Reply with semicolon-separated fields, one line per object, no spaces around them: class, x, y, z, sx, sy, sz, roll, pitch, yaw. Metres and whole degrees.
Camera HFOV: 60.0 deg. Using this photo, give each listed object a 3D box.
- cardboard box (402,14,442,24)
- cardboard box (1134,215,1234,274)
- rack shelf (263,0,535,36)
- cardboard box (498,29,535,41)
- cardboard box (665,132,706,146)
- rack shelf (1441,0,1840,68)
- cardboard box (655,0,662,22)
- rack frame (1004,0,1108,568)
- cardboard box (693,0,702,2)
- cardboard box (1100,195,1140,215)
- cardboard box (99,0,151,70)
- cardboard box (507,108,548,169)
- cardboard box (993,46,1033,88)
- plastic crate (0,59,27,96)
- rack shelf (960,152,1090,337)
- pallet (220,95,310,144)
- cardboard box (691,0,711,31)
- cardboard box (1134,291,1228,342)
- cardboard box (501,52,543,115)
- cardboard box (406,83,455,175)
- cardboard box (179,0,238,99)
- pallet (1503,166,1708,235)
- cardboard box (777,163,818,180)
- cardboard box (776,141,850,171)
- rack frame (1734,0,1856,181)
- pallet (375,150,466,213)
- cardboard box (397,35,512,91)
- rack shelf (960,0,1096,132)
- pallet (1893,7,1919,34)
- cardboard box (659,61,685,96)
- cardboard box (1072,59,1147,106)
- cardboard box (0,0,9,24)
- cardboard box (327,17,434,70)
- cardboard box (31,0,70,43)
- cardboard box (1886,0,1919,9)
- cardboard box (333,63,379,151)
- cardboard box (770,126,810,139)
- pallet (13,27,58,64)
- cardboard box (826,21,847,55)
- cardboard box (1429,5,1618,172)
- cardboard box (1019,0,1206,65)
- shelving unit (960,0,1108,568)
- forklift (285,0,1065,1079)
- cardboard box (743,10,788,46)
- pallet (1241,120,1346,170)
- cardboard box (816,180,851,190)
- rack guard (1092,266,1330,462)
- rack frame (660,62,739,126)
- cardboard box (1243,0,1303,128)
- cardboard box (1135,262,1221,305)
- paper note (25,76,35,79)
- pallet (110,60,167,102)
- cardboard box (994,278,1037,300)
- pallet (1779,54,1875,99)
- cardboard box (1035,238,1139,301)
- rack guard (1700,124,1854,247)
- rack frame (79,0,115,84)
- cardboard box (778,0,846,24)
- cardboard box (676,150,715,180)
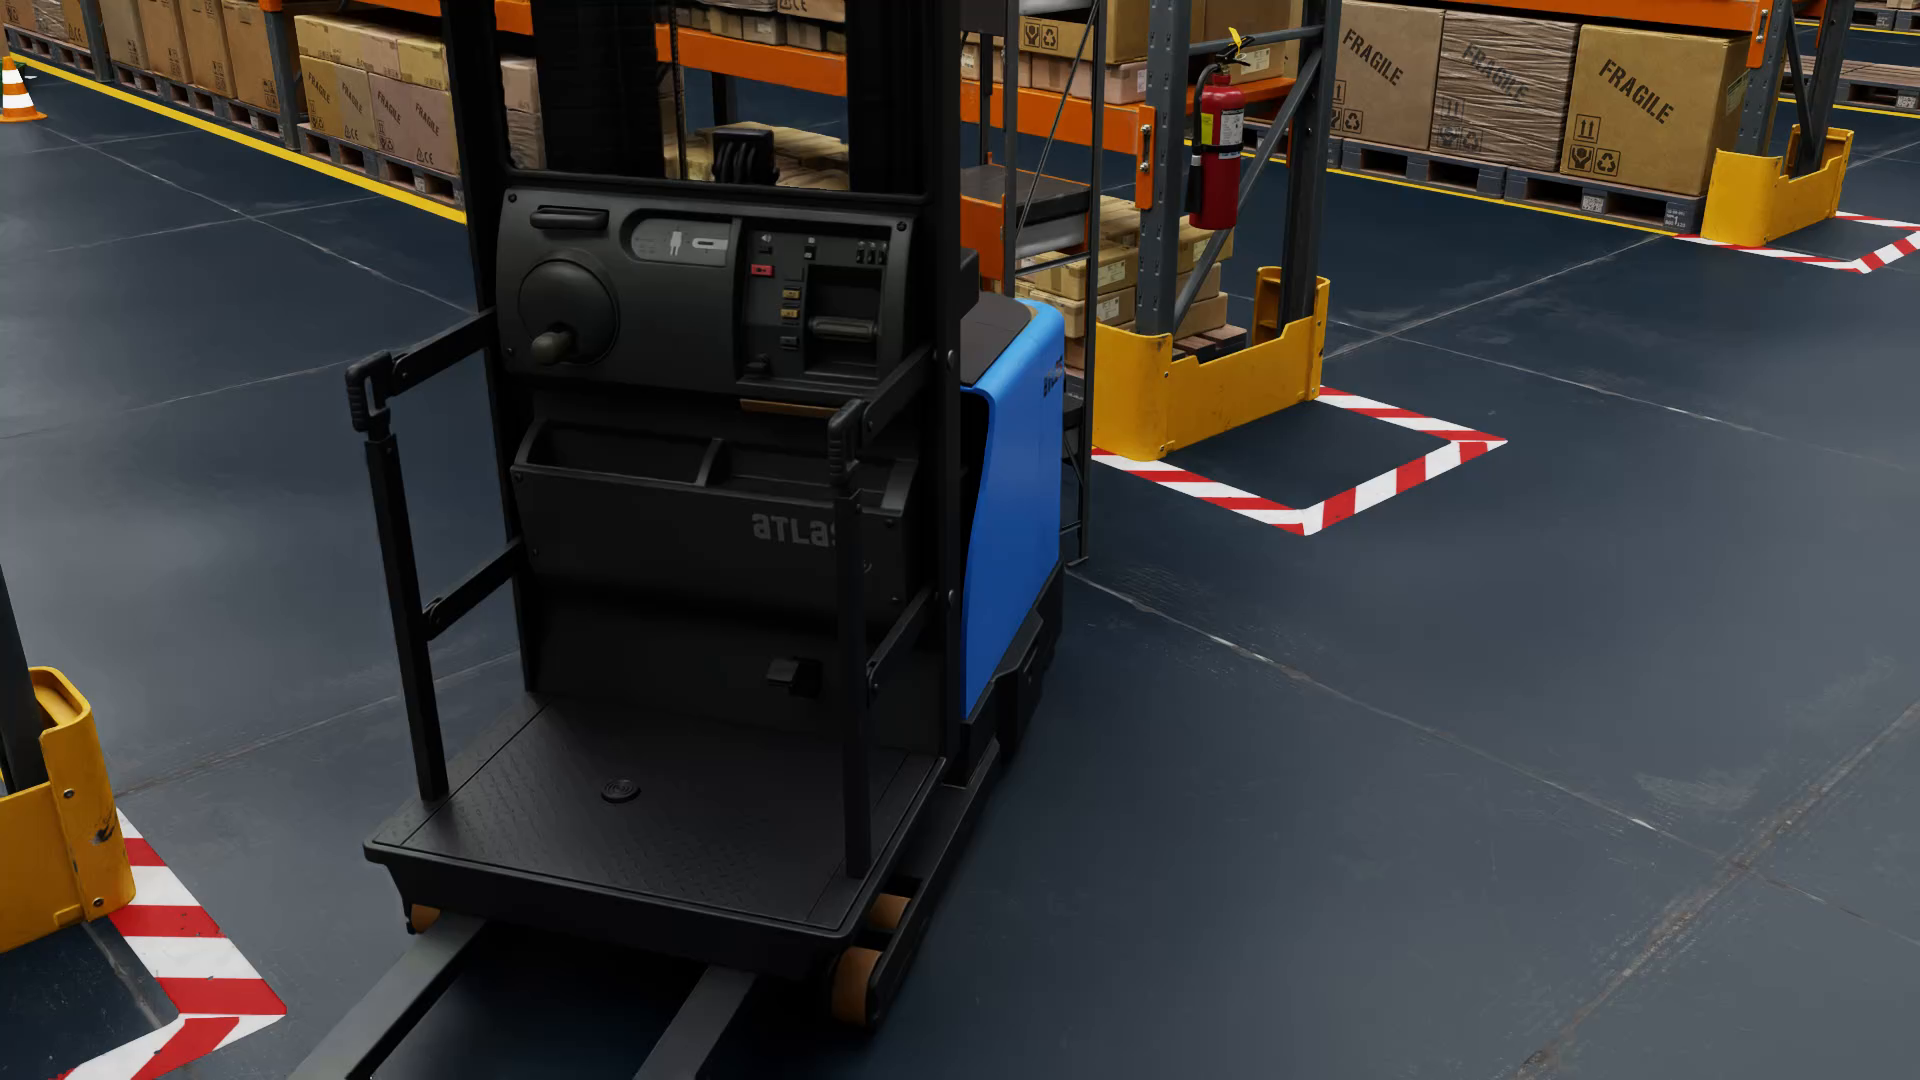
cardboard box;-3.385;-3.385;11.159;0.500;0.250;0.500;-21;32;-38
cardboard box;0.960;-1.269;7.130;0.250;0.149;0.380;22;32;39
rack shelf;-3.030;-3.340;10.324;1.077;0.370;4.000;-21;32;-38
cardboard box;-2.687;-3.071;10.471;0.500;0.250;0.500;-20;31;-37
cardboard box;-1.579;-2.063;8.870;0.380;0.149;0.250;-20;31;-36
rack shelf;3.393;-3.504;10.685;1.077;0.370;4.000;-21;32;-38
cardboard box;-1.478;-2.711;8.382;0.380;0.149;0.250;-20;31;-37
rack frame;0.280;-0.831;5.042;0.400;2.100;0.015;-21;32;-38
cardboard box;-1.165;-2.873;7.954;0.500;0.500;0.500;-21;32;-38
cardboard box;0.606;-1.431;7.485;0.380;0.149;0.250;-21;32;-39
cardboard box;-6.641;-4.490;14.183;1.050;0.750;0.750;-21;32;-39
cardboard box;-2.353;-2.268;9.613;0.500;0.500;0.500;-22;32;-39
cardboard box;0.316;-1.911;6.628;0.380;0.149;0.250;-22;32;-39
plastic crate;-8.206;-3.913;14.032;0.450;0.188;0.662;4;23;-16
rack shelf;0.113;-0.893;5.210;0.431;0.518;0.480;-21;32;-38
pallet;-4.881;-3.265;12.652;1.003;0.211;1.213;-21;32;-38
cardboard box;-1.076;-2.561;8.053;0.250;0.149;0.380;22;33;39
cardboard box;0.946;-0.993;7.241;0.380;0.149;0.250;-20;32;-37
cardboard box;-2.357;-2.610;9.460;0.500;0.250;0.500;-22;33;-40
cardboard box;-3.051;-2.580;10.297;0.500;0.500;0.500;-22;33;-40
cardboard box;-5.348;-3.915;12.921;1.050;0.750;0.750;-21;32;-38
pallet;4.157;-2.177;10.268;1.003;0.211;1.213;-21;32;-38
cardboard box;-0.916;-1.727;8.134;0.380;0.149;0.250;-20;31;-37
cardboard box;-0.731;-1.952;8.626;0.380;0.149;0.250;-20;31;-37
rack frame;4.760;-3.226;9.207;1.000;3.000;0.127;-21;32;-38
pallet;-3.035;-2.398;10.752;1.003;0.211;1.213;-21;32;-38
cardboard box;-3.070;-2.926;10.152;0.500;0.250;0.500;22;33;39
rack shelf;0.113;-1.530;4.919;0.431;0.518;0.480;-21;32;-38
pallet;10.567;-5.400;17.333;1.003;0.211;1.213;-21;32;-38
cardboard box;-1.976;-2.755;9.777;0.500;0.250;0.500;22;33;39
cardboard box;0.641;-1.754;6.283;0.380;0.149;0.250;-21;32;-38
cardboard box;-9.354;-5.735;16.760;0.875;0.875;0.875;-21;32;-38
cardboard box;-3.756;-3.237;10.834;0.500;0.250;0.500;-22;32;-39
cardboard box;-8.129;-5.192;15.571;0.875;0.875;0.875;-21;32;-38
cardboard box;9.988;-5.710;17.536;0.380;0.166;0.250;-21;32;-38
cardboard box;-3.754;-2.889;10.974;0.500;0.500;0.500;-21;32;-38
cardboard box;-1.027;-2.126;9.008;0.380;0.149;0.250;-21;32;-38
pallet;-8.432;-4.839;16.102;1.003;0.211;1.213;-21;32;-38
cardboard box;-0.368;-2.245;7.359;0.380;0.149;0.250;-21;32;-38
cardboard box;3.642;-2.897;10.541;0.875;0.875;0.875;-21;32;-38
cardboard box;0.576;-2.093;6.246;0.500;0.500;0.500;-20;32;-37
shelving unit;0.113;-0.905;5.204;0.431;2.100;0.503;-21;32;-38
forklift;-0.605;-0.493;3.298;1.130;2.935;3.031;7;25;15
cardboard box;-0.773;-2.383;7.663;0.380;0.149;0.250;-20;31;-36
pallet;2.489;-2.916;11.889;1.003;0.211;1.213;-21;32;-38
cardboard box;-0.530;-1.582;7.816;0.380;0.149;0.250;-21;32;-38
rack guard;1.019;-0.735;6.759;1.175;0.500;0.348;-21;32;-38
rack frame;-1.663;-3.061;8.846;1.000;3.000;0.127;-21;32;-38
cardboard box;2.419;-3.439;11.729;0.875;0.875;0.875;-21;32;-38
cardboard box;0.900;-1.110;7.140;0.380;0.149;0.250;-20;31;-36
paper note;-8.252;-4.081;14.659;0.142;0.020;0.147;3;25;6
pallet;-6.549;-4.004;14.272;1.003;0.211;1.213;-21;32;-38
cardboard box;0.362;-1.052;7.013;0.380;0.149;0.250;-22;33;-40
pallet;7.011;-3.993;14.248;1.003;0.211;1.213;-21;32;-38
cardboard box;0.524;-1.103;6.765;0.380;0.149;0.250;-21;32;-38
rack guard;4.777;-2.081;9.710;1.175;0.500;0.348;-21;32;-38
rack frame;-7.131;-5.485;14.159;1.000;3.000;0.127;-21;32;-38
cardboard box;-0.460;-2.556;7.259;0.500;0.500;0.500;-19;31;-36
cardboard box;-1.225;-1.900;8.513;0.380;0.149;0.250;-22;32;-39
